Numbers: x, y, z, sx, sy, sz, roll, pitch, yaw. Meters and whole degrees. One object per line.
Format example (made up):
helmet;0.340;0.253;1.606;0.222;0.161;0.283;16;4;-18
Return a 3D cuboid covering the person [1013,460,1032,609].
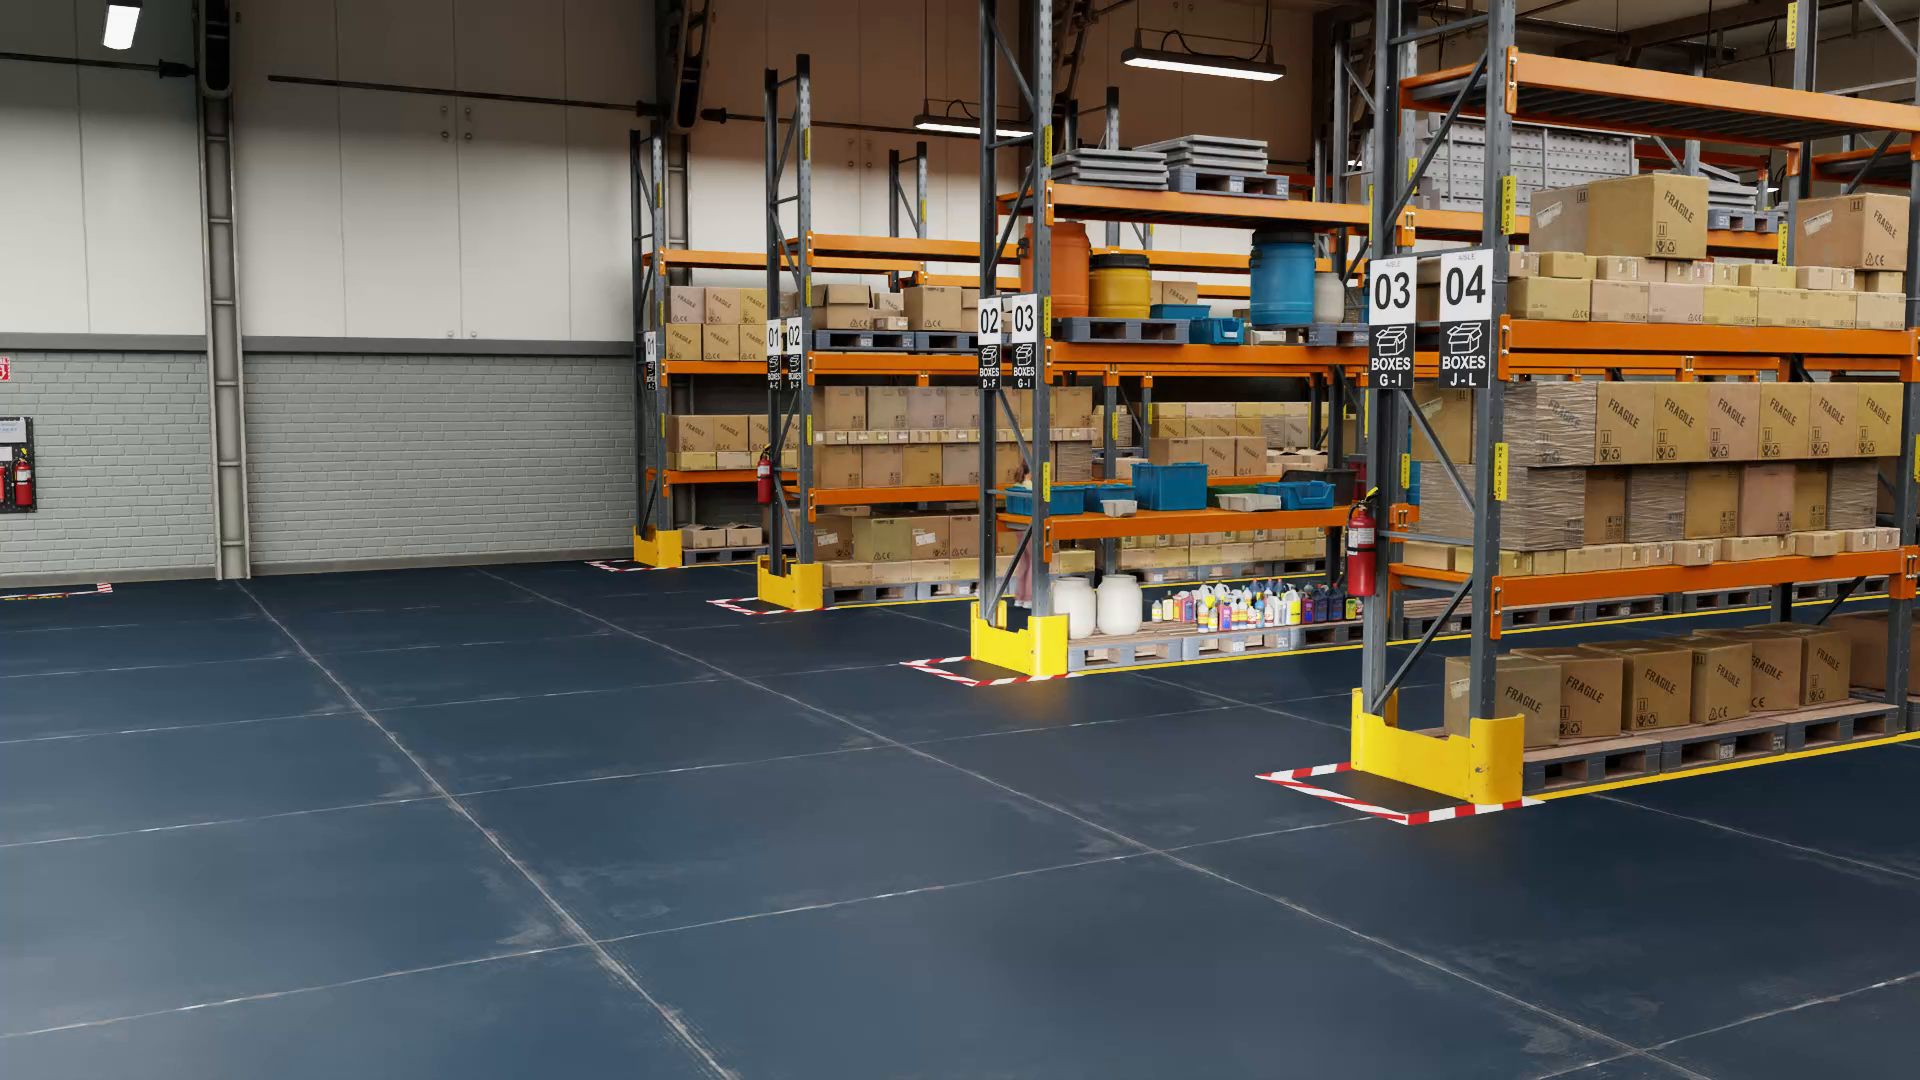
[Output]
person;0.754;-0.080;18.424;0.359;1.669;0.449;-3;6;-28
